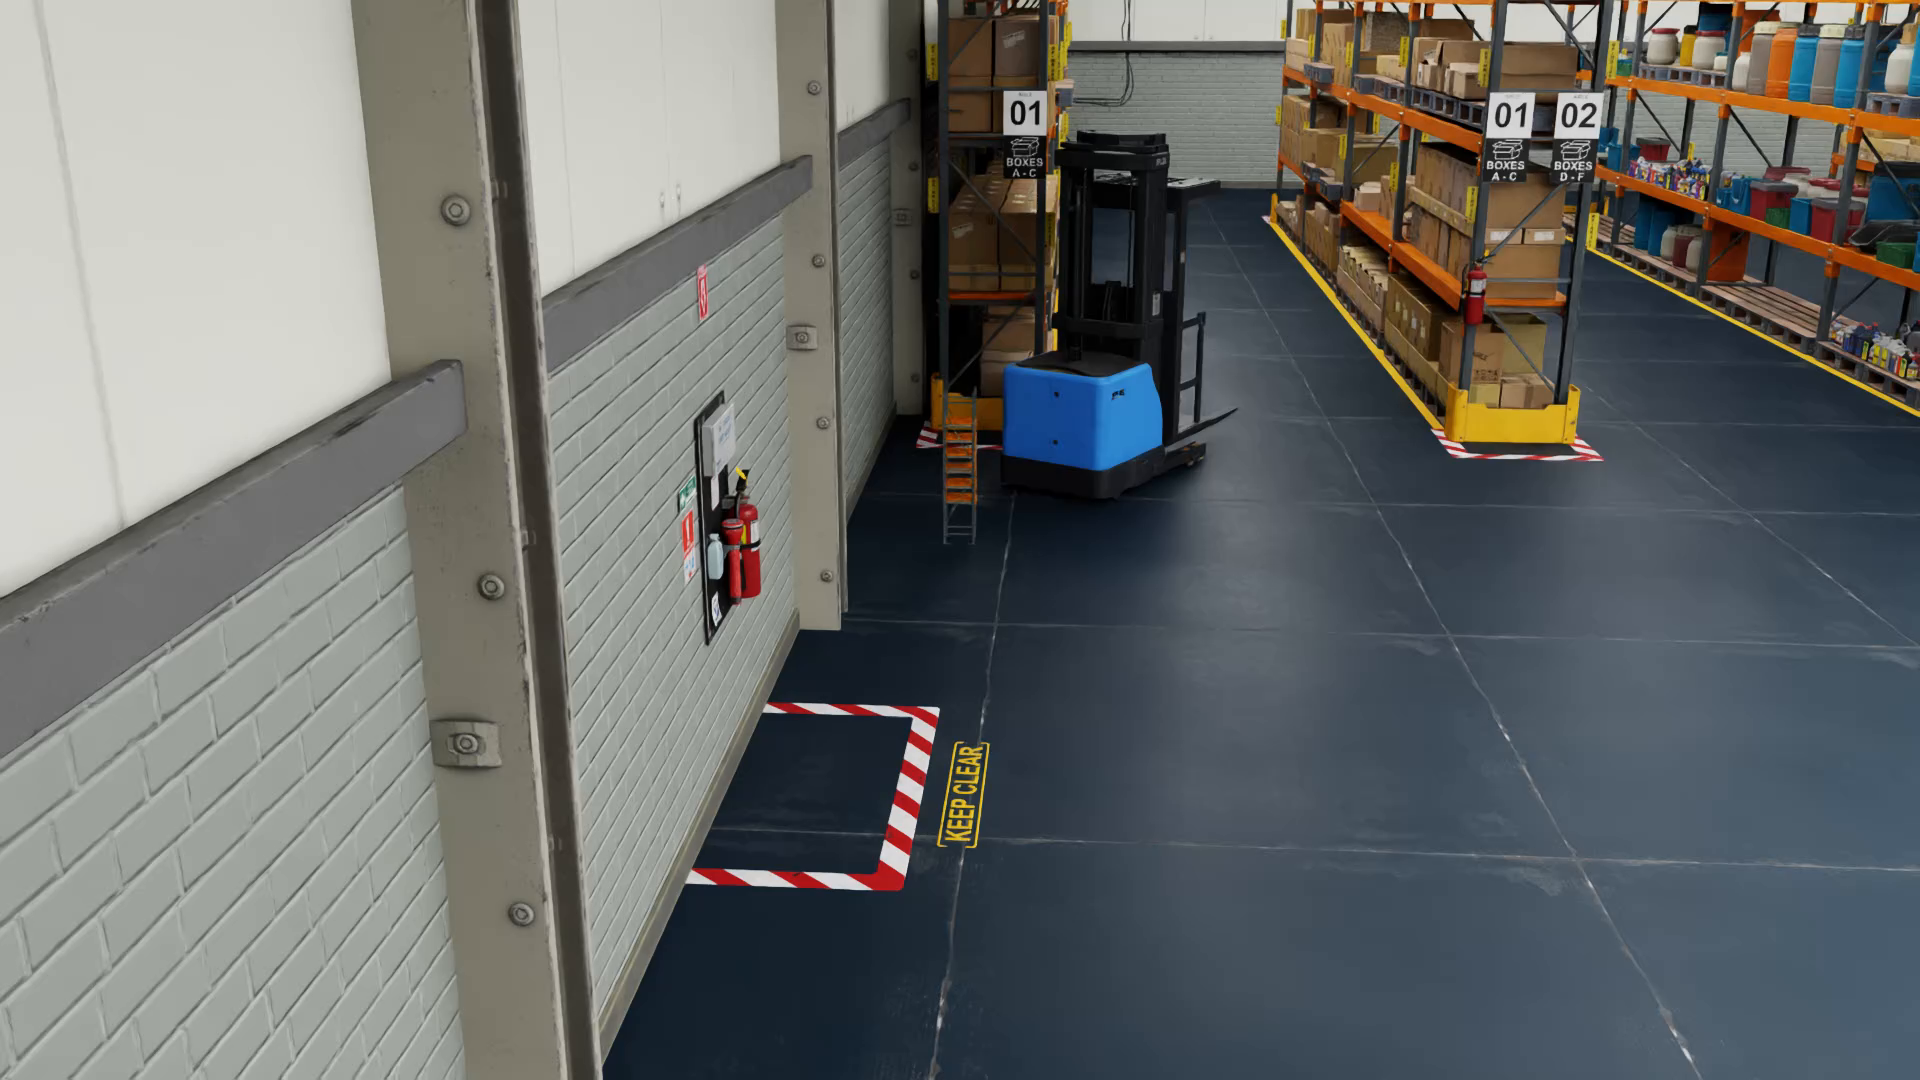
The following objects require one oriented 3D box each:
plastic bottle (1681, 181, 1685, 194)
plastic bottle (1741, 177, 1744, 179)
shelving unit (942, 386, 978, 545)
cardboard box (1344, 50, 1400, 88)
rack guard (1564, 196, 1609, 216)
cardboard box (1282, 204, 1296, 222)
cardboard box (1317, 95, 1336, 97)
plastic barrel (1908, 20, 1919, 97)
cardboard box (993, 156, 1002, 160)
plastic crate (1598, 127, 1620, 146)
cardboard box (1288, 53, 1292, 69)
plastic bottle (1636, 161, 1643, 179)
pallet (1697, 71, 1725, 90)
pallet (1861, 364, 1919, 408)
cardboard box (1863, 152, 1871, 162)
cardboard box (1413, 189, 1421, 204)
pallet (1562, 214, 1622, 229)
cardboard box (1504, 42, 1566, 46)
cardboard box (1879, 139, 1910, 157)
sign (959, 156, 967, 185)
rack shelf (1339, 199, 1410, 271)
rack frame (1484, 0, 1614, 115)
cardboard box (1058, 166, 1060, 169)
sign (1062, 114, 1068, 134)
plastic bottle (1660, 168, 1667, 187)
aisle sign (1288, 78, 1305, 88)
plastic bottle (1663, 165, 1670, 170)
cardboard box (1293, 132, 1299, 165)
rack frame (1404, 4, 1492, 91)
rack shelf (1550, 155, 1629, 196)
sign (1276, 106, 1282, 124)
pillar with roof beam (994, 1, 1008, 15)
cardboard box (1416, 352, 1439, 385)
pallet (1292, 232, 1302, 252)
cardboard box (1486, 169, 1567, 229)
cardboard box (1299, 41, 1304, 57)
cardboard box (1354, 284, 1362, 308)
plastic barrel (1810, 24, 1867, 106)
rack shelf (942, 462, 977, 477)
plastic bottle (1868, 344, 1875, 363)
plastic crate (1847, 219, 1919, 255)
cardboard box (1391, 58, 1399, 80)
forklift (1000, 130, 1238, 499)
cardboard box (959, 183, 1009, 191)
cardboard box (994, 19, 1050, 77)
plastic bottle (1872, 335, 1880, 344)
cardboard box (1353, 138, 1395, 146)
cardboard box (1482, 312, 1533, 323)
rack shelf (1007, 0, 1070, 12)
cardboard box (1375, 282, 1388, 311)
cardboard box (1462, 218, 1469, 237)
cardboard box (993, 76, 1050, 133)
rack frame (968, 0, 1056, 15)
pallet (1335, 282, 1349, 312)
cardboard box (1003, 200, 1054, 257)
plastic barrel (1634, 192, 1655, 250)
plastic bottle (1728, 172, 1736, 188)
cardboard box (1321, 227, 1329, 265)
[{"bbox_3d":[10.440,-5.078,23.922,0.097,0.201,0.097,0,18,0],"label":"plastic bottle"},{"bbox_3d":[11.120,-5.025,23.649,0.097,0.271,0.097,0,18,0],"label":"plastic bottle"},{"bbox_3d":[-0.001,-0.566,12.722,0.258,1.200,0.189,1,18,4],"label":"shelving unit"},{"bbox_3d":[5.816,-6.500,22.965,0.910,0.500,0.500,1,18,4],"label":"cardboard box"},{"bbox_3d":[11.320,-6.083,30.686,1.175,0.500,0.348,1,18,4],"label":"rack guard"},{"bbox_3d":[5.998,-5.805,29.530,0.500,0.250,0.500,1,18,4],"label":"cardboard box"},{"bbox_3d":[6.634,-7.754,30.002,0.500,0.500,0.500,1,18,3],"label":"cardboard box"},{"bbox_3d":[10.293,-5.093,17.352,0.600,0.901,0.708,1,18,4],"label":"plastic barrel"},{"bbox_3d":[0.786,-4.723,21.653,0.700,0.500,0.500,1,18,4],"label":"cardboard box"},{"bbox_3d":[11.494,-7.201,29.928,0.616,0.435,0.499,1,18,4],"label":"plastic crate"},{"bbox_3d":[6.052,-8.421,29.228,0.500,0.250,0.500,1,18,4],"label":"cardboard box"},{"bbox_3d":[10.587,-5.748,25.854,0.097,0.271,0.097,0,18,0],"label":"plastic bottle"},{"bbox_3d":[10.911,-6.350,22.971,1.003,0.211,1.213,1,18,4],"label":"pallet"},{"bbox_3d":[10.297,-1.624,17.540,1.003,0.211,1.213,1,18,4],"label":"pallet"},{"bbox_3d":[15.846,-6.612,28.687,0.380,0.149,0.250,1,18,3],"label":"cardboard box"},{"bbox_3d":[5.301,-3.847,18.644,0.380,0.149,0.250,2,18,5],"label":"cardboard box"},{"bbox_3d":[11.234,-5.683,29.928,1.003,0.211,1.213,1,18,4],"label":"pallet"},{"bbox_3d":[5.636,-4.655,16.434,0.500,0.500,0.500,1,18,4],"label":"cardboard box"},{"bbox_3d":[15.866,-6.600,28.012,0.500,0.250,0.500,1,18,3],"label":"cardboard box"},{"bbox_3d":[0.036,-4.319,19.428,0.100,0.325,0.005,1,18,4],"label":"sign"},{"bbox_3d":[5.674,-3.928,21.248,1.077,0.370,4.000,1,18,4],"label":"rack shelf"},{"bbox_3d":[5.244,-5.257,14.515,1.000,3.000,0.127,1,18,4],"label":"rack frame"},{"bbox_3d":[1.167,-5.344,23.743,0.500,0.500,0.500,2,18,6],"label":"cardboard box"},{"bbox_3d":[1.705,-6.746,26.961,0.100,0.325,0.005,1,18,4],"label":"sign"},{"bbox_3d":[10.506,-5.400,24.791,0.097,0.271,0.097,0,18,0],"label":"plastic bottle"},{"bbox_3d":[6.103,-8.638,30.294,0.394,0.787,0.004,1,18,4],"label":"aisle sign"},{"bbox_3d":[10.717,-5.536,25.200,0.152,0.276,0.135,1,18,4],"label":"plastic bottle"},{"bbox_3d":[5.955,-6.661,28.274,0.500,0.500,0.500,2,18,5],"label":"cardboard box"},{"bbox_3d":[5.531,-6.499,18.306,1.000,3.000,0.127,1,18,4],"label":"rack frame"},{"bbox_3d":[11.188,-6.301,28.489,1.077,0.370,4.000,1,18,4],"label":"rack shelf"},{"bbox_3d":[5.850,-7.799,30.516,0.100,0.325,0.005,1,18,4],"label":"sign"},{"bbox_3d":[5.075,-11.097,32.339,9.100,9.000,0.400,1,18,4],"label":"pillar with roof beam"},{"bbox_3d":[5.046,-1.783,17.289,0.500,0.250,0.500,1,18,4],"label":"cardboard box"},{"bbox_3d":[6.155,-5.021,27.908,1.003,0.211,1.213,1,18,4],"label":"pallet"},{"bbox_3d":[5.294,-3.231,15.723,0.700,0.500,0.500,1,18,4],"label":"cardboard box"},{"bbox_3d":[5.946,-8.192,27.728,0.500,0.250,0.500,1,18,4],"label":"cardboard box"},{"bbox_3d":[5.384,-3.151,21.462,0.500,0.250,0.500,2,18,5],"label":"cardboard box"},{"bbox_3d":[10.338,-5.566,19.471,0.600,0.901,0.600,0,18,0],"label":"plastic barrel"},{"bbox_3d":[-0.001,-0.523,12.736,0.258,0.103,0.180,1,18,4],"label":"rack shelf"},{"bbox_3d":[9.942,-2.028,18.084,0.097,0.201,0.097,0,18,0],"label":"plastic bottle"},{"bbox_3d":[10.307,-3.347,18.421,0.767,0.338,0.504,1,18,4],"label":"plastic crate"},{"bbox_3d":[5.770,-5.962,21.049,0.500,0.250,0.500,1,18,3],"label":"cardboard box"},{"bbox_3d":[1.580,-2.133,14.724,1.130,2.935,3.031,12,21,32],"label":"forklift"},{"bbox_3d":[0.266,-3.596,18.084,0.500,0.500,0.500,2,18,5],"label":"cardboard box"},{"bbox_3d":[0.573,-4.587,15.490,0.500,0.500,0.500,0,18,0],"label":"cardboard box"},{"bbox_3d":[10.013,-2.103,18.198,0.097,0.271,0.097,0,18,0],"label":"plastic bottle"},{"bbox_3d":[6.007,-5.616,24.409,0.700,0.500,0.500,5,19,14],"label":"cardboard box"},{"bbox_3d":[5.562,-2.128,17.137,0.500,0.500,0.500,1,18,4],"label":"cardboard box"},{"bbox_3d":[1.307,-9.183,28.293,1.077,0.370,4.000,1,18,4],"label":"rack shelf"},{"bbox_3d":[5.274,-2.940,19.919,0.500,0.311,0.500,1,18,4],"label":"cardboard box"},{"bbox_3d":[5.117,-3.045,16.198,0.380,0.149,0.250,1,18,3],"label":"cardboard box"},{"bbox_3d":[0.576,-4.096,15.597,0.500,0.500,0.500,2,18,5],"label":"cardboard box"},{"bbox_3d":[0.590,-6.609,18.640,1.000,3.000,0.127,1,18,4],"label":"rack frame"},{"bbox_3d":[5.720,-3.311,22.688,1.003,0.211,1.213,1,18,4],"label":"pallet"},{"bbox_3d":[0.683,-3.105,16.586,0.500,0.500,0.500,1,18,4],"label":"cardboard box"},{"bbox_3d":[10.989,-5.055,26.229,0.600,0.901,0.708,1,18,4],"label":"plastic barrel"},{"bbox_3d":[11.240,-5.209,24.189,0.061,0.283,0.133,1,18,4],"label":"plastic bottle"},{"bbox_3d":[5.688,-4.368,24.745,0.500,0.500,0.500,1,18,2],"label":"cardboard box"}]
